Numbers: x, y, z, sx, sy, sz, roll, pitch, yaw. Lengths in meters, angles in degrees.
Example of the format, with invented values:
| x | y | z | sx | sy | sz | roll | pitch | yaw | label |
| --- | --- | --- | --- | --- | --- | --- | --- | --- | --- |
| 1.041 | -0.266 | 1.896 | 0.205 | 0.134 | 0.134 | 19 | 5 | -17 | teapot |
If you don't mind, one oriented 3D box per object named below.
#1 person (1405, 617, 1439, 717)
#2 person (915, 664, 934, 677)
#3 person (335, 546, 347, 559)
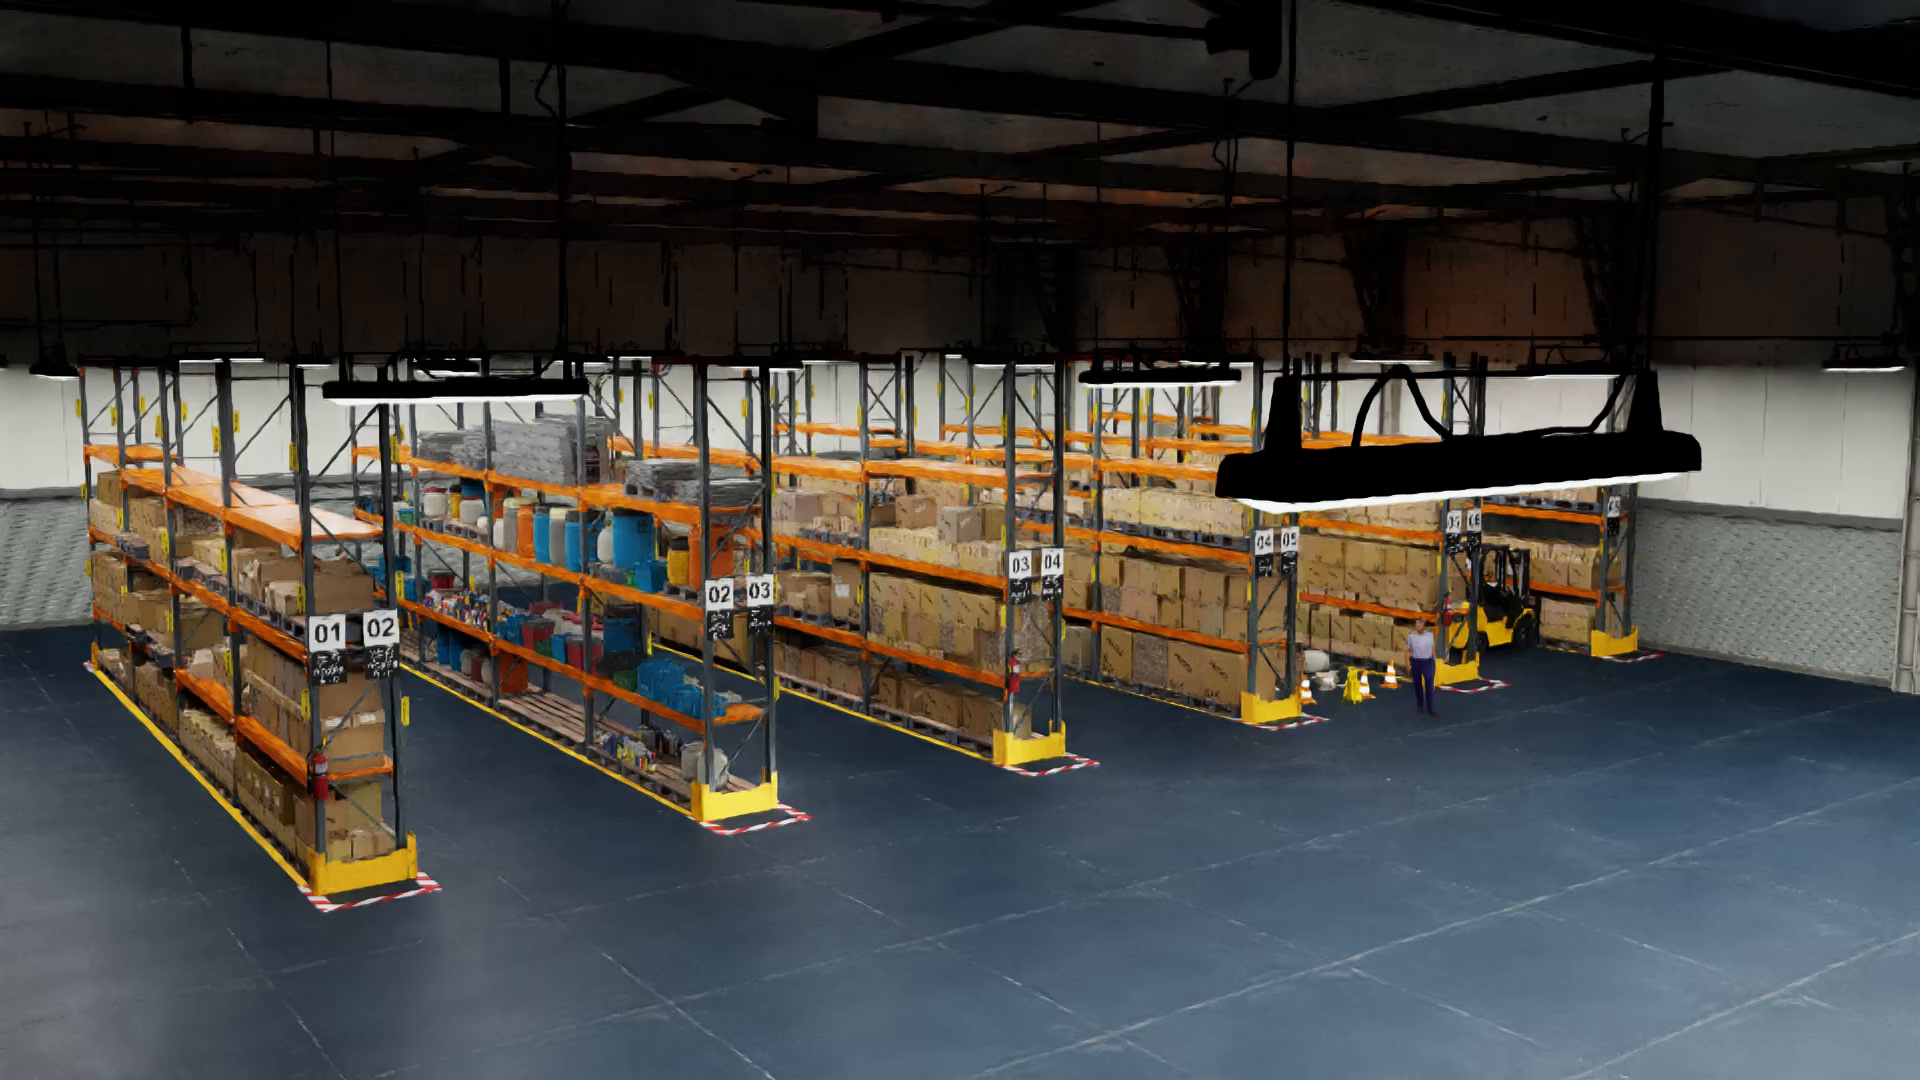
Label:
| x | y | z | sx | sy | sz | roll | pitch | yaw | label |
| --- | --- | --- | --- | --- | --- | --- | --- | --- | --- |
| 7.834 | 2.135 | 28.142 | 0.590 | 1.663 | 0.530 | 2 | 7 | 17 | person |
| -0.613 | 1.847 | 30.029 | 0.677 | 1.726 | 0.574 | -5 | 9 | -37 | person |
| -13.944 | 0.986 | 37.323 | 0.440 | 1.675 | 0.636 | 0 | 7 | 2 | person |
